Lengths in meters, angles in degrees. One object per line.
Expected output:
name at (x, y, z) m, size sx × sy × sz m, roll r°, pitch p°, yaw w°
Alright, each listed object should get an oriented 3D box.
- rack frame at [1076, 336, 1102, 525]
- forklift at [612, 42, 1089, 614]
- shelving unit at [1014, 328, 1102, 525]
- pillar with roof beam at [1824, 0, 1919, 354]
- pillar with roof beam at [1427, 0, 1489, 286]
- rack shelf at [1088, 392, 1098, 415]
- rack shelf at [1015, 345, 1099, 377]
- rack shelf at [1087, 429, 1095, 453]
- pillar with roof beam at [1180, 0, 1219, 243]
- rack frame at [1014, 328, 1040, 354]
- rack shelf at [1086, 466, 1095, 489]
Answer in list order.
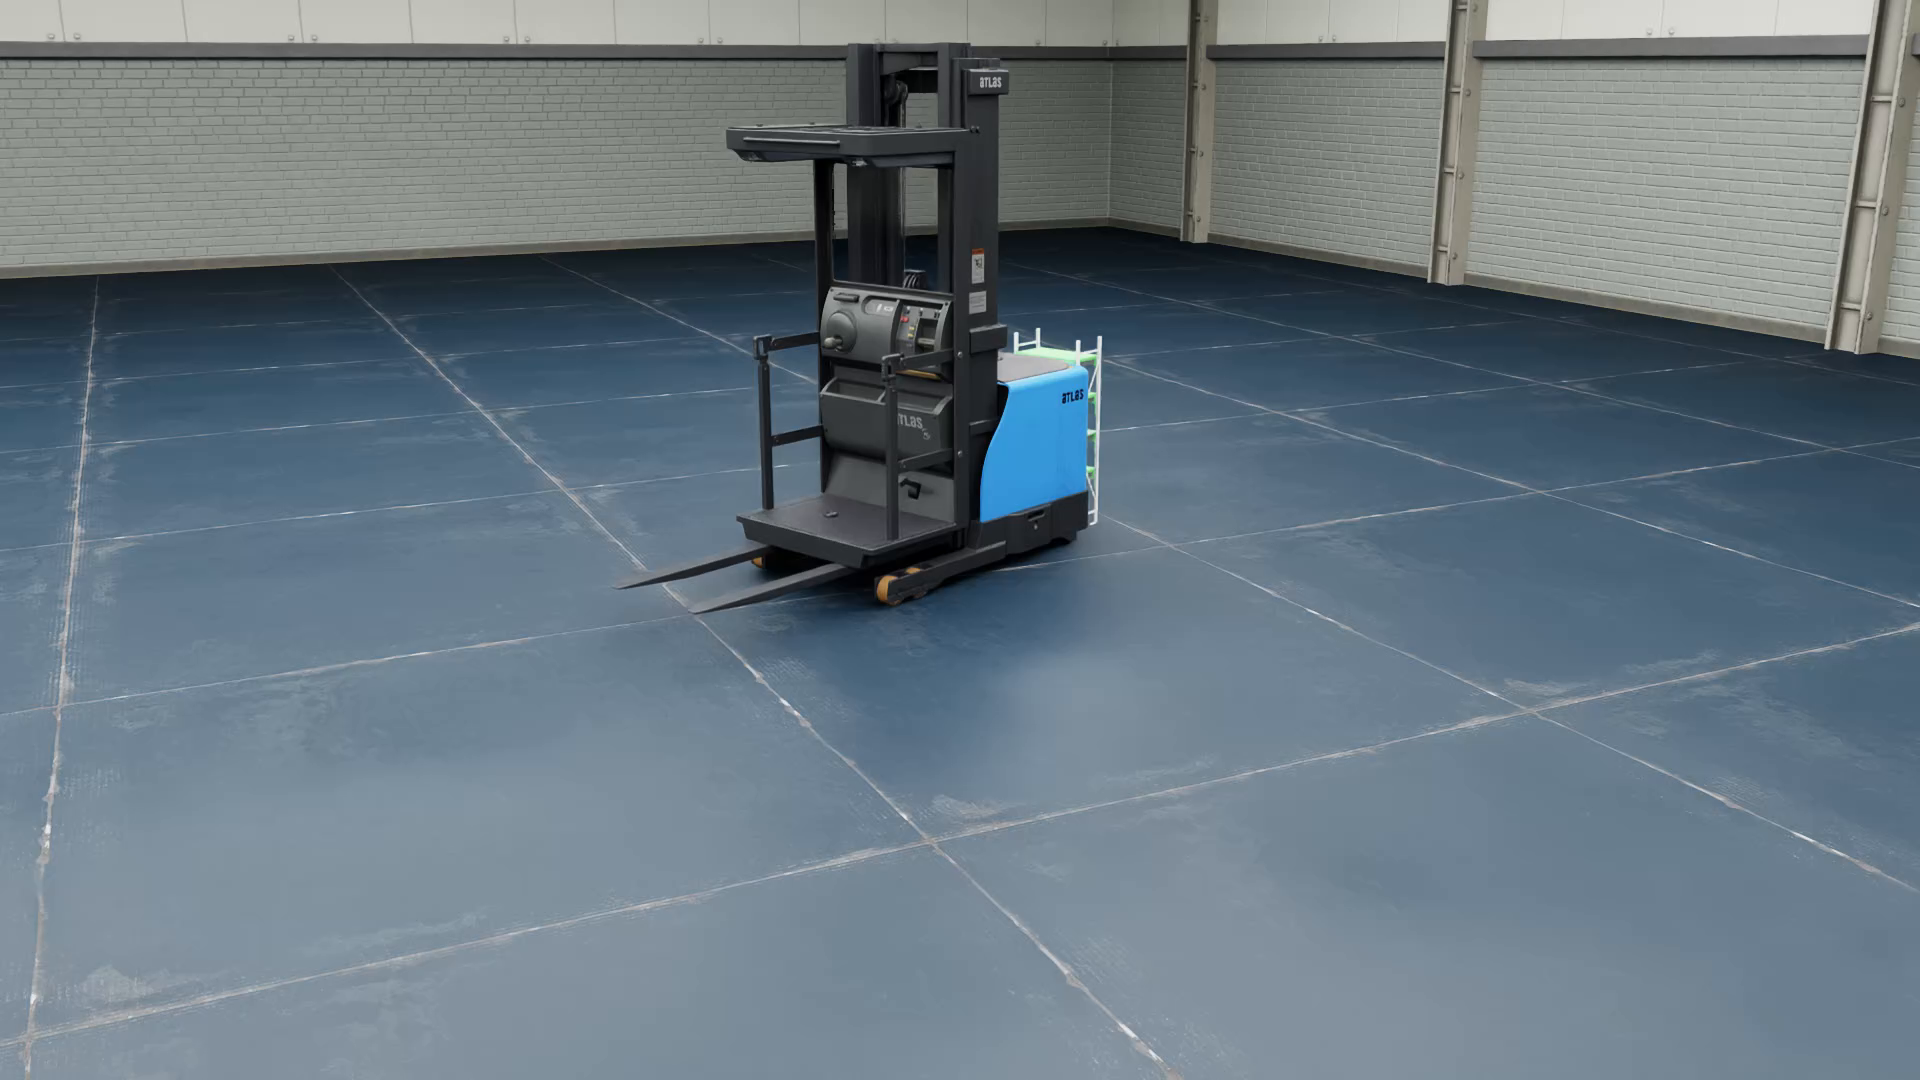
rack frame at (0.792, -0.661, 10.377) m, size 0.015 × 1.200 × 0.240 m, roll 14°, pitch 21°, yaw 39°
forklift at (-0.559, -1.209, 9.150) m, size 1.130 × 2.935 × 3.031 m, roll 14°, pitch 21°, yaw 39°
shelving unit at (0.608, -0.705, 10.531) m, size 0.503 × 1.200 × 0.258 m, roll 14°, pitch 21°, yaw 39°
pillar with roof beam at (5.247, -5.745, 13.957) m, size 9.100 × 9.000 × 0.400 m, roll -8°, pitch 18°, yaw -25°
pillar with roof beam at (2.618, -7.233, 19.141) m, size 9.100 × 9.000 × 0.400 m, roll -8°, pitch 18°, yaw -25°
rack shelf at (0.608, -0.874, 10.483) m, size 0.480 × 0.148 × 0.258 m, roll 14°, pitch 21°, yaw 39°
rack shelf at (0.608, -1.105, 10.417) m, size 0.480 × 0.148 × 0.258 m, roll 14°, pitch 21°, yaw 39°
rack shelf at (0.608, -0.644, 10.549) m, size 0.480 × 0.148 × 0.258 m, roll 14°, pitch 21°, yaw 39°
pillar with roof beam at (-0.010, -8.721, 24.326) m, size 9.100 × 9.000 × 0.400 m, roll -8°, pitch 18°, yaw -25°
rack frame at (0.424, -0.749, 10.686) m, size 0.015 × 1.200 × 0.240 m, roll 14°, pitch 21°, yaw 39°
rack shelf at (0.608, -0.413, 10.615) m, size 0.480 × 0.148 × 0.258 m, roll 14°, pitch 21°, yaw 39°
